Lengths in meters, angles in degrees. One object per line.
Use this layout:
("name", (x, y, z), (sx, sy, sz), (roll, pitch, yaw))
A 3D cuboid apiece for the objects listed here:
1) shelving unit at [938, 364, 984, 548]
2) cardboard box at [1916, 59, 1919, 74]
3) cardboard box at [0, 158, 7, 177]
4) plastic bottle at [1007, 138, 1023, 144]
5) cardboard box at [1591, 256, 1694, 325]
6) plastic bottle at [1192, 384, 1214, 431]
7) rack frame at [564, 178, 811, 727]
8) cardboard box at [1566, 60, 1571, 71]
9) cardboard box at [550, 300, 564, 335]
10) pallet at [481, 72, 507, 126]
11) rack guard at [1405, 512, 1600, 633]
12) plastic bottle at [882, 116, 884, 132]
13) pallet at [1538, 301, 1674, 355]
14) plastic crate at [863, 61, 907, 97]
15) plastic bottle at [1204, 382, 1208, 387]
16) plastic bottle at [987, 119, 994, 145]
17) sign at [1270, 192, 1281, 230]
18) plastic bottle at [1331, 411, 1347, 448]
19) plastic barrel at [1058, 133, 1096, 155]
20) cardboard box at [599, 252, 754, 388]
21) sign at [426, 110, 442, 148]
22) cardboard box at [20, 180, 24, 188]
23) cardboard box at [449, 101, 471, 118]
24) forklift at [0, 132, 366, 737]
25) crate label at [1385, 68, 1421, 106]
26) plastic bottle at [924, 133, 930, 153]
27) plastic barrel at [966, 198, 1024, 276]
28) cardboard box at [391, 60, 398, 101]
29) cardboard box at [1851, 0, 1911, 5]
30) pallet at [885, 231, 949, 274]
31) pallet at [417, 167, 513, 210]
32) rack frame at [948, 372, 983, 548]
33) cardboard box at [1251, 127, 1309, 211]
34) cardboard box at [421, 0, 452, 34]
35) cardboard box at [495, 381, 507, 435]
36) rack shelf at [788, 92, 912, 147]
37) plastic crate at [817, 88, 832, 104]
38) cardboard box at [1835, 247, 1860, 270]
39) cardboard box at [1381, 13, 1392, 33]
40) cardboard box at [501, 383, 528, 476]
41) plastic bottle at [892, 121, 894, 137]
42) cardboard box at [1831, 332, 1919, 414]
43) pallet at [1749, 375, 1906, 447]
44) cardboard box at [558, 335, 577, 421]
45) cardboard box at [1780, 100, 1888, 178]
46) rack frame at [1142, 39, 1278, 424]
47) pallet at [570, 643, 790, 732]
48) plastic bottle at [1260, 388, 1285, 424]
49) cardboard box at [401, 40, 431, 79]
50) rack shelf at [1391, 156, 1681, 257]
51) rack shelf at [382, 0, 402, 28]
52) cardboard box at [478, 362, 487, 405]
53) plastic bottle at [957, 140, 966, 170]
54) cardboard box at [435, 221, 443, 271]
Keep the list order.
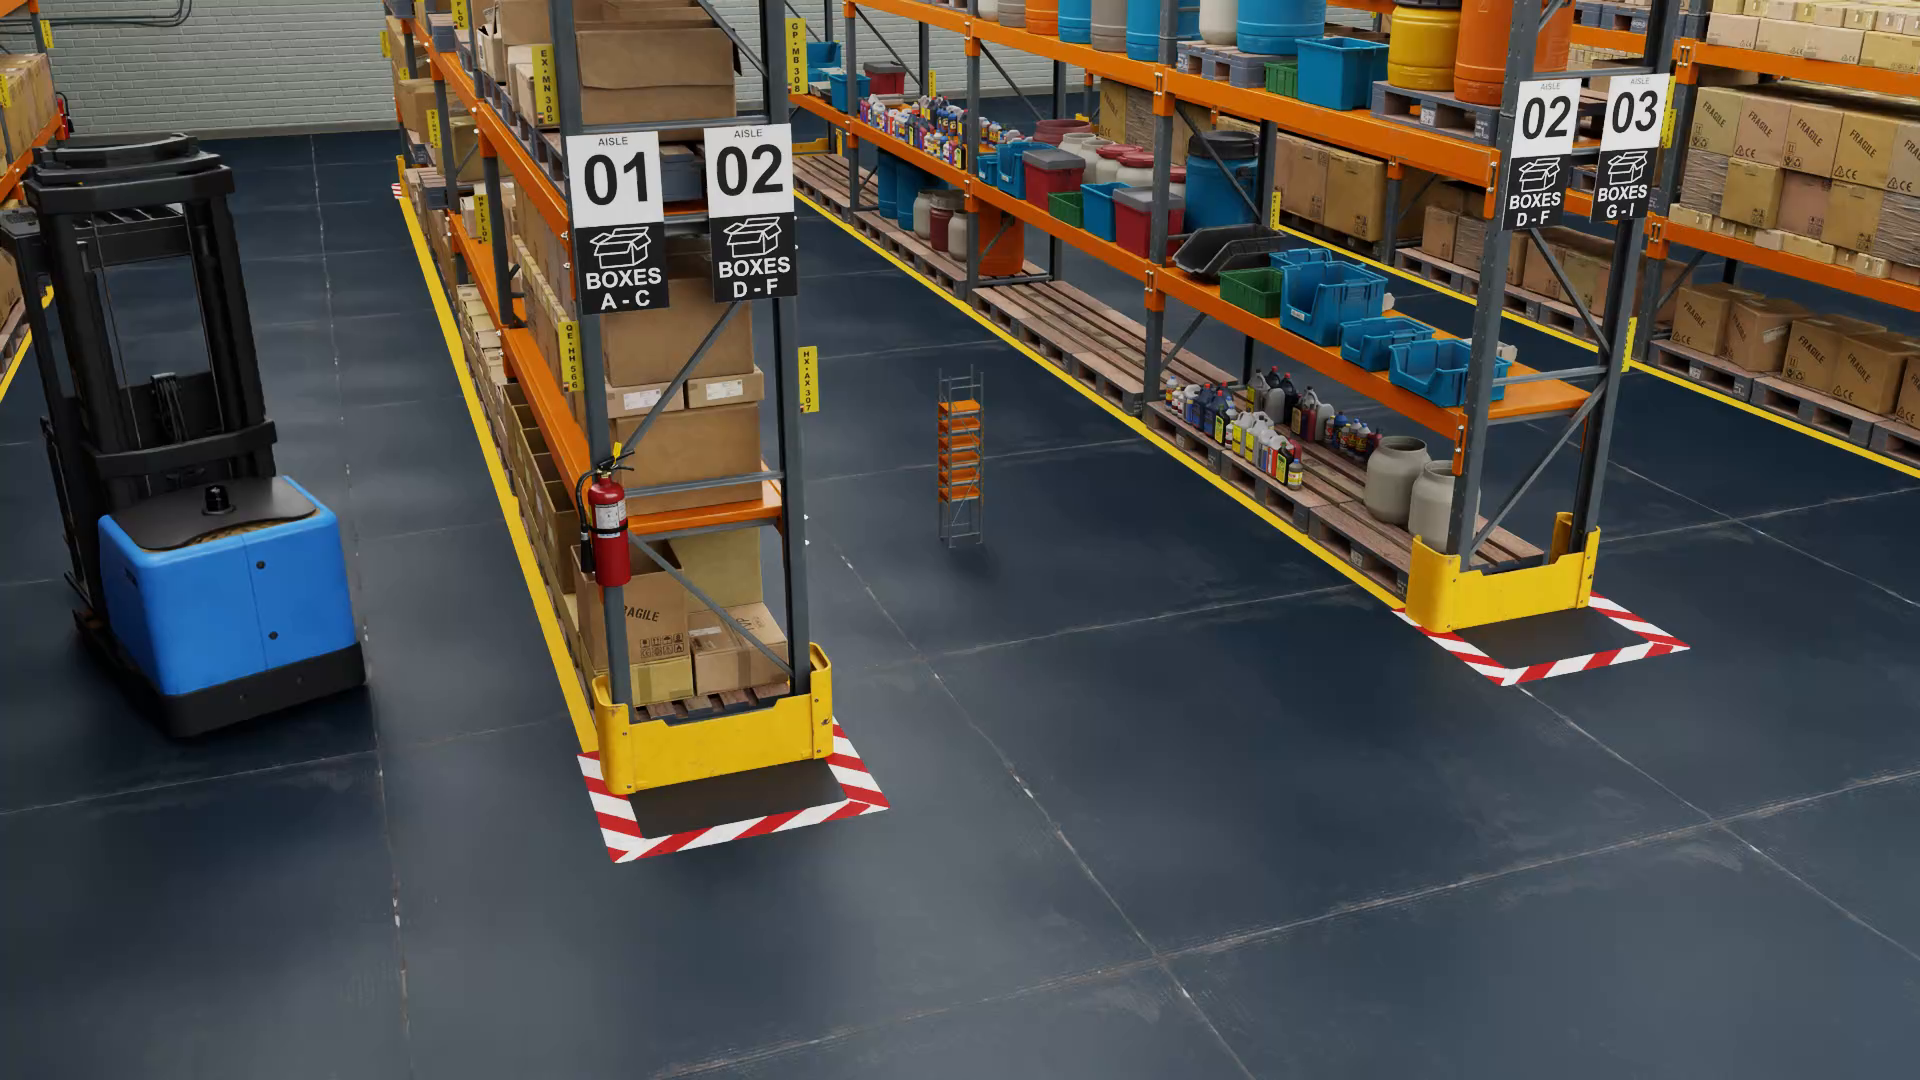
("shelving unit", (0.005, -0.548, 11.005), (0.258, 1.200, 0.189), (-8, 24, -19))
("cardboard box", (7.255, -3.441, 11.882), (0.500, 0.250, 0.500), (-8, 24, -18))
("cardboard box", (-9.630, -3.661, 16.372), (0.380, 0.149, 0.250), (-8, 24, -18))
("plastic bottle", (0.563, -3.970, 16.966), (0.152, 0.276, 0.135), (-8, 24, -19))
("cardboard box", (6.405, -2.349, 15.613), (0.700, 0.500, 0.500), (-10, 25, -23))
("plastic bottle", (1.865, -1.025, 12.663), (0.144, 0.351, 0.185), (-8, 24, -18))
("rack frame", (-1.254, -0.261, 8.007), (1.000, 3.000, 0.127), (-8, 24, -19))
("cardboard box", (8.264, -6.394, 22.342), (0.380, 0.149, 0.250), (-8, 24, -18))
("cardboard box", (-2.117, -1.282, 9.466), (0.380, 0.149, 0.250), (-9, 24, -20))
("pallet", (-2.341, -2.749, 10.163), (1.003, 0.211, 1.213), (-8, 24, -19))
("rack guard", (3.311, 0.191, 10.152), (1.175, 0.500, 0.348), (-8, 24, -19))
("plastic bottle", (-0.837, -4.738, 18.885), (0.097, 0.201, 0.097), (0, 23, 0))
("pallet", (6.326, -2.070, 15.889), (1.003, 0.211, 1.213), (-8, 24, -19))
("plastic crate", (-0.939, -5.715, 20.789), (0.402, 0.464, 0.583), (-8, 24, -19))
("plastic bottle", (1.910, -1.069, 12.855), (0.061, 0.283, 0.133), (-8, 24, -19))
("plastic bottle", (0.339, -4.420, 18.025), (0.061, 0.283, 0.133), (-8, 24, -19))
("sign", (2.487, -2.592, 13.181), (0.100, 0.325, 0.005), (-8, 24, -19))
("plastic bottle", (2.804, -0.821, 12.282), (0.097, 0.271, 0.097), (0, 23, 0))
("plastic barrel", (1.119, -3.553, 15.674), (0.421, 0.512, 0.421), (0, 23, 0))
("cardboard box", (-1.426, -1.096, 8.188), (0.700, 0.500, 0.500), (-8, 24, -19))
("sign", (-4.584, -3.587, 14.510), (0.100, 0.325, 0.005), (-8, 24, -19))
("cardboard box", (-10.429, -3.906, 18.497), (0.380, 0.149, 0.250), (-9, 24, -20))
("cardboard box", (-4.552, -3.979, 16.160), (0.700, 0.500, 0.500), (-4, 23, -9))
("forklift", (-4.615, -0.826, 9.437), (1.130, 2.935, 3.031), (-17, 28, -36))
("crate label", (3.029, -2.978, 10.784), (0.502, 0.251, 0.408), (-8, 24, -19))
("plastic bottle", (-0.333, -4.219, 17.653), (0.097, 0.201, 0.097), (0, 23, 0))
("plastic barrel", (0.367, -3.215, 17.269), (0.600, 0.830, 0.708), (-8, 24, -19))
("cardboard box", (-6.996, -5.923, 21.313), (0.500, 0.500, 0.500), (-8, 24, -18))
("cardboard box", (7.287, -4.205, 13.182), (0.380, 0.149, 0.250), (-9, 25, -21))
("pallet", (-0.189, -3.284, 18.771), (1.003, 0.211, 1.213), (-8, 24, -19))
("pallet", (-4.385, -3.316, 15.503), (1.213, 0.211, 1.003), (-8, 24, -19))
("rack frame", (0.037, -0.514, 10.926), (0.240, 1.200, 0.006), (-8, 24, -19))
("cardboard box", (4.337, -4.639, 20.590), (1.225, 0.875, 0.875), (-9, 25, -21))
("cardboard box", (-4.266, -4.750, 14.667), (0.910, 0.500, 0.500), (-8, 24, -19))
("cardboard box", (-3.078, -1.007, 12.055), (0.500, 0.311, 0.500), (-8, 24, -19))
("rack shelf", (-1.564, -5.695, 21.825), (1.077, 0.370, 4.000), (-8, 24, -19))
("plastic crate", (-1.504, -5.570, 20.881), (0.437, 0.125, 0.590), (-8, 24, -19))
("cardboard box", (7.070, -2.209, 12.953), (0.380, 0.149, 0.250), (-8, 24, -19))
("cardboard box", (6.939, -8.058, 25.995), (0.500, 0.500, 0.500), (-7, 24, -16))
("cardboard box", (-2.796, -0.775, 11.261), (0.500, 0.500, 0.500), (-8, 24, -19))
("plastic bottle", (-0.708, -4.605, 18.570), (0.097, 0.201, 0.097), (0, 23, 0))
("cardboard box", (7.363, -1.332, 13.227), (0.500, 0.500, 0.500), (-6, 24, -14))
("pallet", (7.307, -1.104, 13.598), (1.003, 0.211, 1.213), (-8, 24, -19))
("cardboard box", (-1.956, -1.041, 9.728), (0.700, 0.500, 0.500), (-8, 24, -17))
("cardboard box", (6.877, -3.155, 13.073), (0.500, 0.500, 0.500), (-8, 24, -19))
("rack frame", (1.968, -2.393, 13.065), (1.000, 3.000, 0.127), (-8, 24, -19))
("pallet", (-1.563, 0.752, 9.194), (1.003, 0.211, 1.213), (-8, 24, -19))
("plastic bottle", (2.404, -1.047, 12.812), (0.152, 0.276, 0.135), (-8, 24, -19))
("cardboard box", (-5.914, -5.276, 18.490), (0.500, 0.500, 0.500), (-8, 24, -19))
("rack shelf", (5.895, -3.467, 16.541), (1.077, 0.370, 4.000), (-8, 24, -19))
("rack shelf", (-6.200, -6.399, 19.633), (1.077, 0.370, 4.000), (-8, 24, -19))
("cardboard box", (-3.621, -1.307, 13.488), (0.500, 0.250, 0.500), (-8, 24, -18))
("plastic bottle", (0.013, -3.881, 16.746), (0.061, 0.283, 0.133), (-8, 24, -19))
("cardboard box", (-5.182, -3.088, 17.366), (0.500, 0.500, 0.500), (-8, 24, -18))
